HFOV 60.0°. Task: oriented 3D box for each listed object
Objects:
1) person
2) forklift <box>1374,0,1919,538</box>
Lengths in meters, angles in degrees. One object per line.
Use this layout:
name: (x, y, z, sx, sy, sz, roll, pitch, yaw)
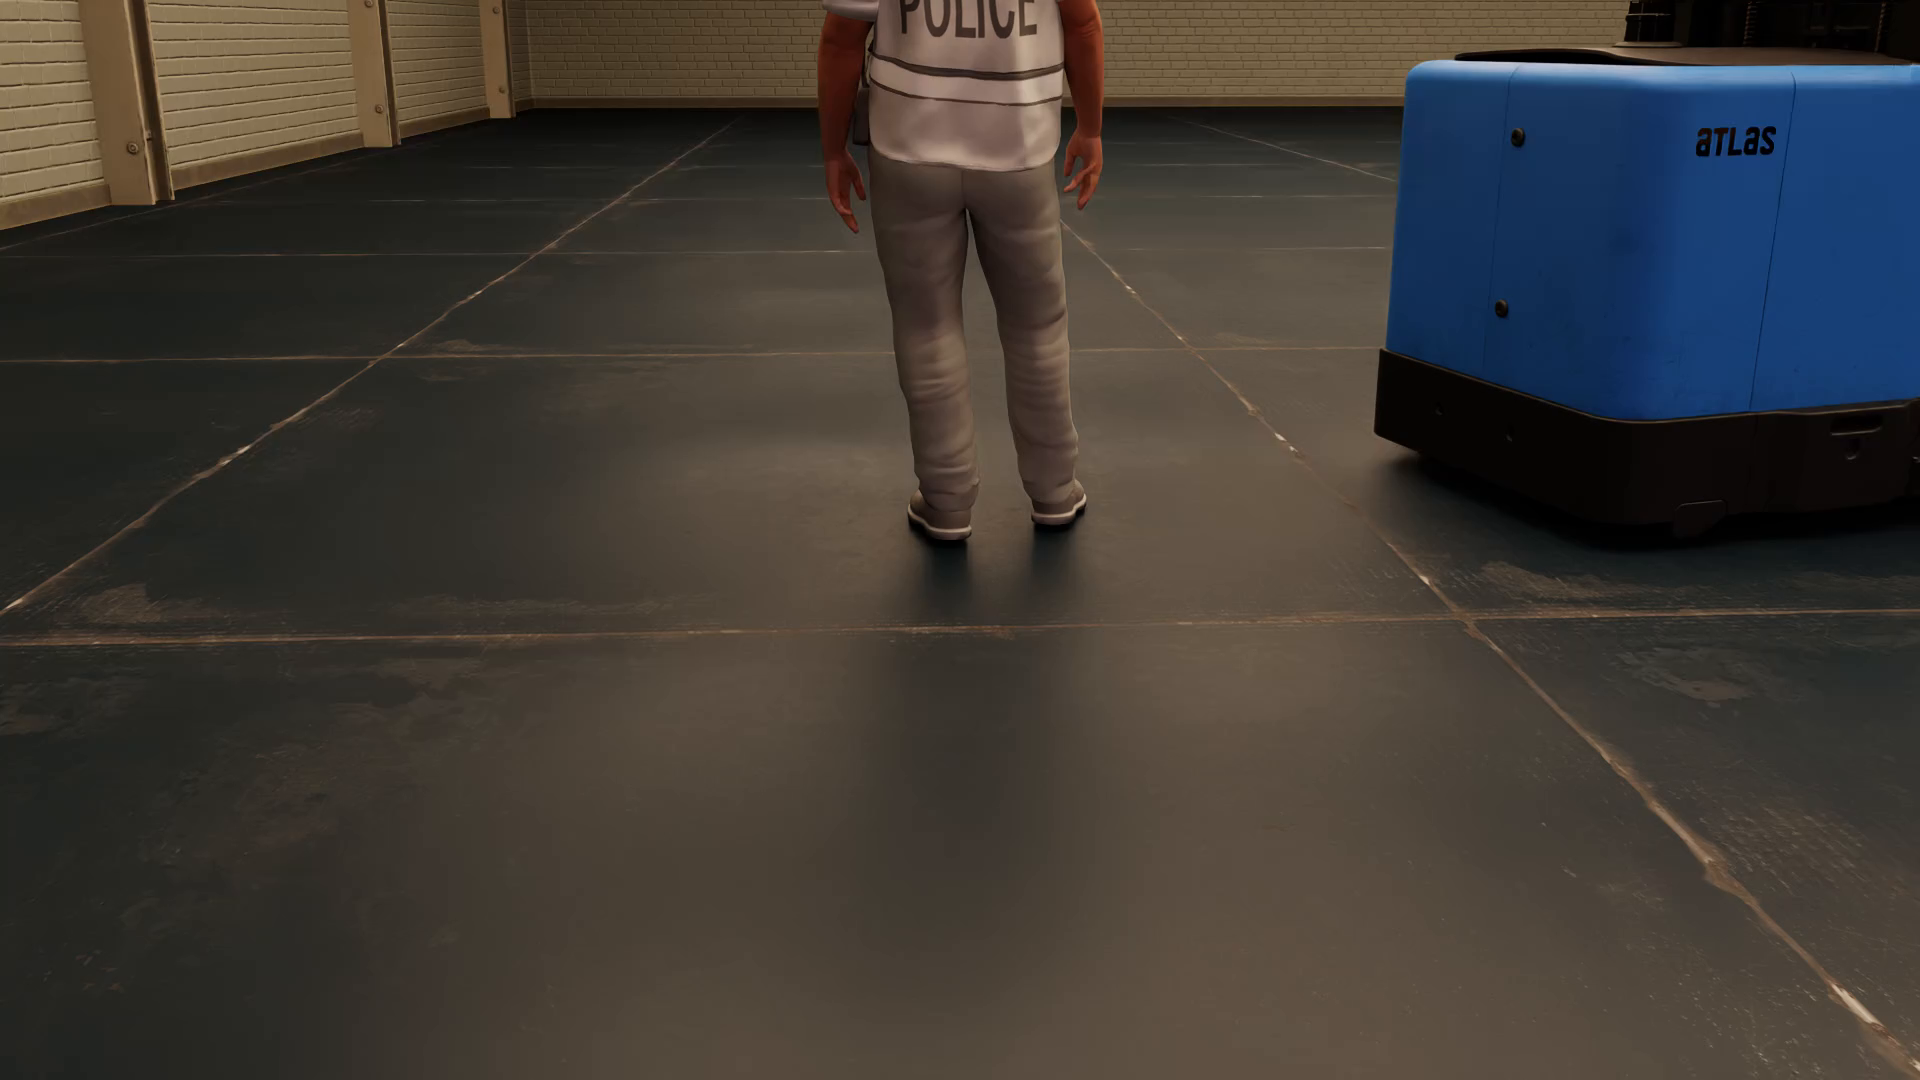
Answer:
person: (0.008, -0.882, 3.730, 0.640, 1.781, 0.575, -1, 17, -3)
forklift: (2.732, -1.643, 4.279, 3.031, 2.935, 1.130, -6, 18, -18)
